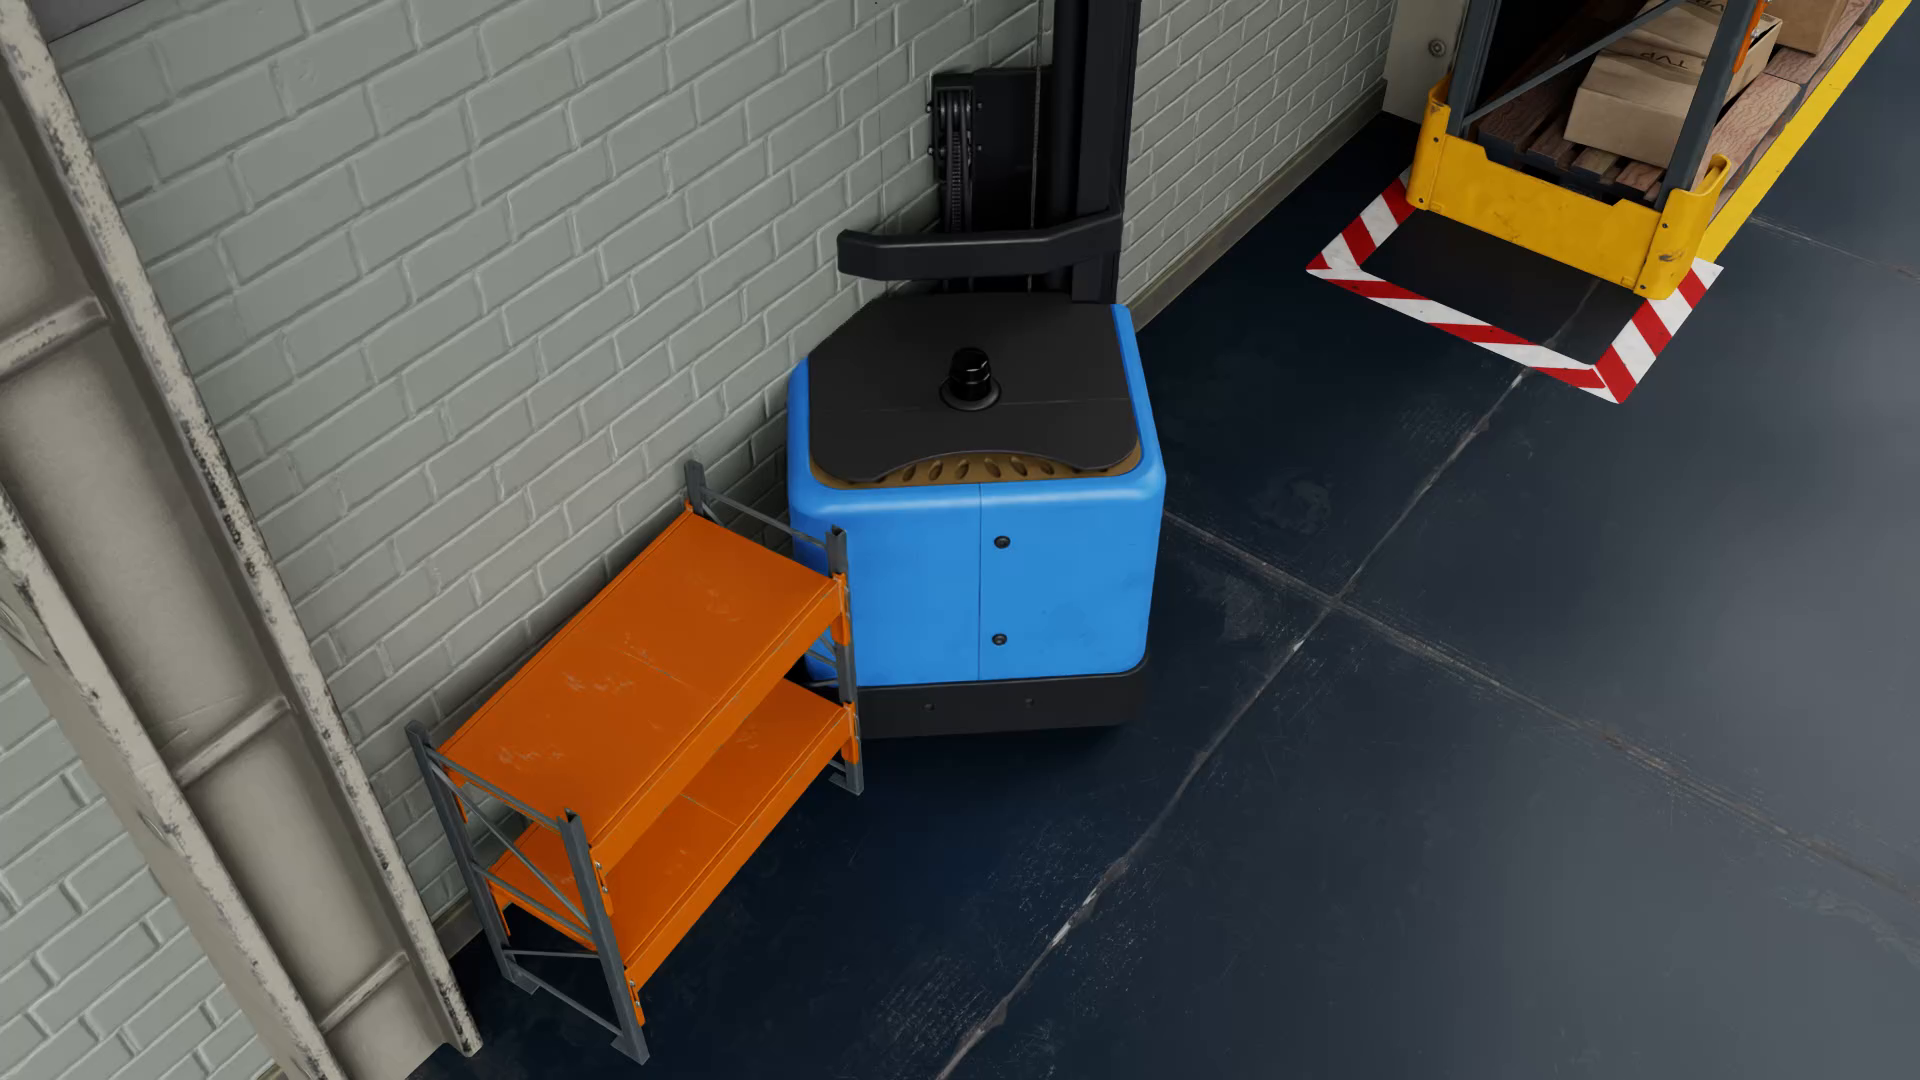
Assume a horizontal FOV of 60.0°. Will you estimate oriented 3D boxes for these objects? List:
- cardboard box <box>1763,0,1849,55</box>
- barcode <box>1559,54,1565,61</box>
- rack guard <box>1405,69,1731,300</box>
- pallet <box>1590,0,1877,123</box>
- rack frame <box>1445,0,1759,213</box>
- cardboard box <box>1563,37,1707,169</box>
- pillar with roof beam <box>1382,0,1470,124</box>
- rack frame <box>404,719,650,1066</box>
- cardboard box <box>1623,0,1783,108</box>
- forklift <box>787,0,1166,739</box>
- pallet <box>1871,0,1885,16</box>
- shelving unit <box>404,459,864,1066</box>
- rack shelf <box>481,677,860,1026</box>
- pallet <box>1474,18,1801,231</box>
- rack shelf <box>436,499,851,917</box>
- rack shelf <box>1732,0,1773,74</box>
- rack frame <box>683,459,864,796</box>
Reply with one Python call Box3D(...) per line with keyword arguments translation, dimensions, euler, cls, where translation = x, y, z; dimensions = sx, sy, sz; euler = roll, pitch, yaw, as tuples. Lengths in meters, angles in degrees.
Box3D(translation=(3.739, -2.661, 7.642), dimensions=(0.700, 0.500, 0.500), euler=(26, 52, 23), cls="cardboard box")
Box3D(translation=(2.597, -2.062, 7.194), dimensions=(0.001, 0.075, 0.075), euler=(29, 53, 25), cls="barcode")
Box3D(translation=(2.455, -1.472, 6.811), dimensions=(1.175, 0.500, 0.348), euler=(29, 53, 25), cls="rack guard")
Box3D(translation=(3.726, -2.517, 8.008), dimensions=(1.003, 0.211, 1.213), euler=(29, 53, 25), cls="pallet")
Box3D(translation=(2.409, -2.292, 5.865), dimensions=(1.000, 3.000, 0.127), euler=(29, 53, 25), cls="rack frame")
Box3D(translation=(2.903, -1.871, 7.018), dimensions=(0.500, 0.311, 0.500), euler=(24, 51, 21), cls="cardboard box")
Box3D(translation=(5.559, -3.244, 2.626), dimensions=(9.100, 9.000, 0.400), euler=(29, 53, 25), cls="pillar with roof beam")
Box3D(translation=(-1.047, 0.902, 4.110), dimensions=(0.500, 1.125, 0.032), euler=(24, 51, 21), cls="rack frame")
Box3D(translation=(3.251, -2.198, 7.330), dimensions=(0.500, 0.311, 0.500), euler=(34, 55, 28), cls="cardboard box")
Box3D(translation=(-0.050, -1.465, 5.123), dimensions=(1.130, 2.935, 3.031), euler=(-3, 46, -3), cls="forklift")
Box3D(translation=(4.471, -3.218, 8.678), dimensions=(1.003, 0.211, 1.213), euler=(29, 53, 25), cls="pallet")
Box3D(translation=(-0.778, 0.590, 4.408), dimensions=(0.538, 1.125, 1.048), euler=(24, 51, 21), cls="shelving unit")
Box3D(translation=(-0.778, 0.759, 4.585), dimensions=(0.538, 0.278, 1.000), euler=(24, 51, 21), cls="rack shelf")
Box3D(translation=(2.980, -1.822, 7.344), dimensions=(1.003, 0.211, 1.213), euler=(29, 53, 25), cls="pallet")
Box3D(translation=(-0.778, 0.388, 4.197), dimensions=(0.538, 0.278, 1.000), euler=(24, 51, 21), cls="rack shelf")
Box3D(translation=(3.631, -3.188, 7.218), dimensions=(1.077, 0.370, 4.000), euler=(29, 53, 25), cls="rack shelf")
Box3D(translation=(-0.510, 0.278, 4.706), dimensions=(0.500, 1.125, 0.032), euler=(24, 51, 21), cls="rack frame")
